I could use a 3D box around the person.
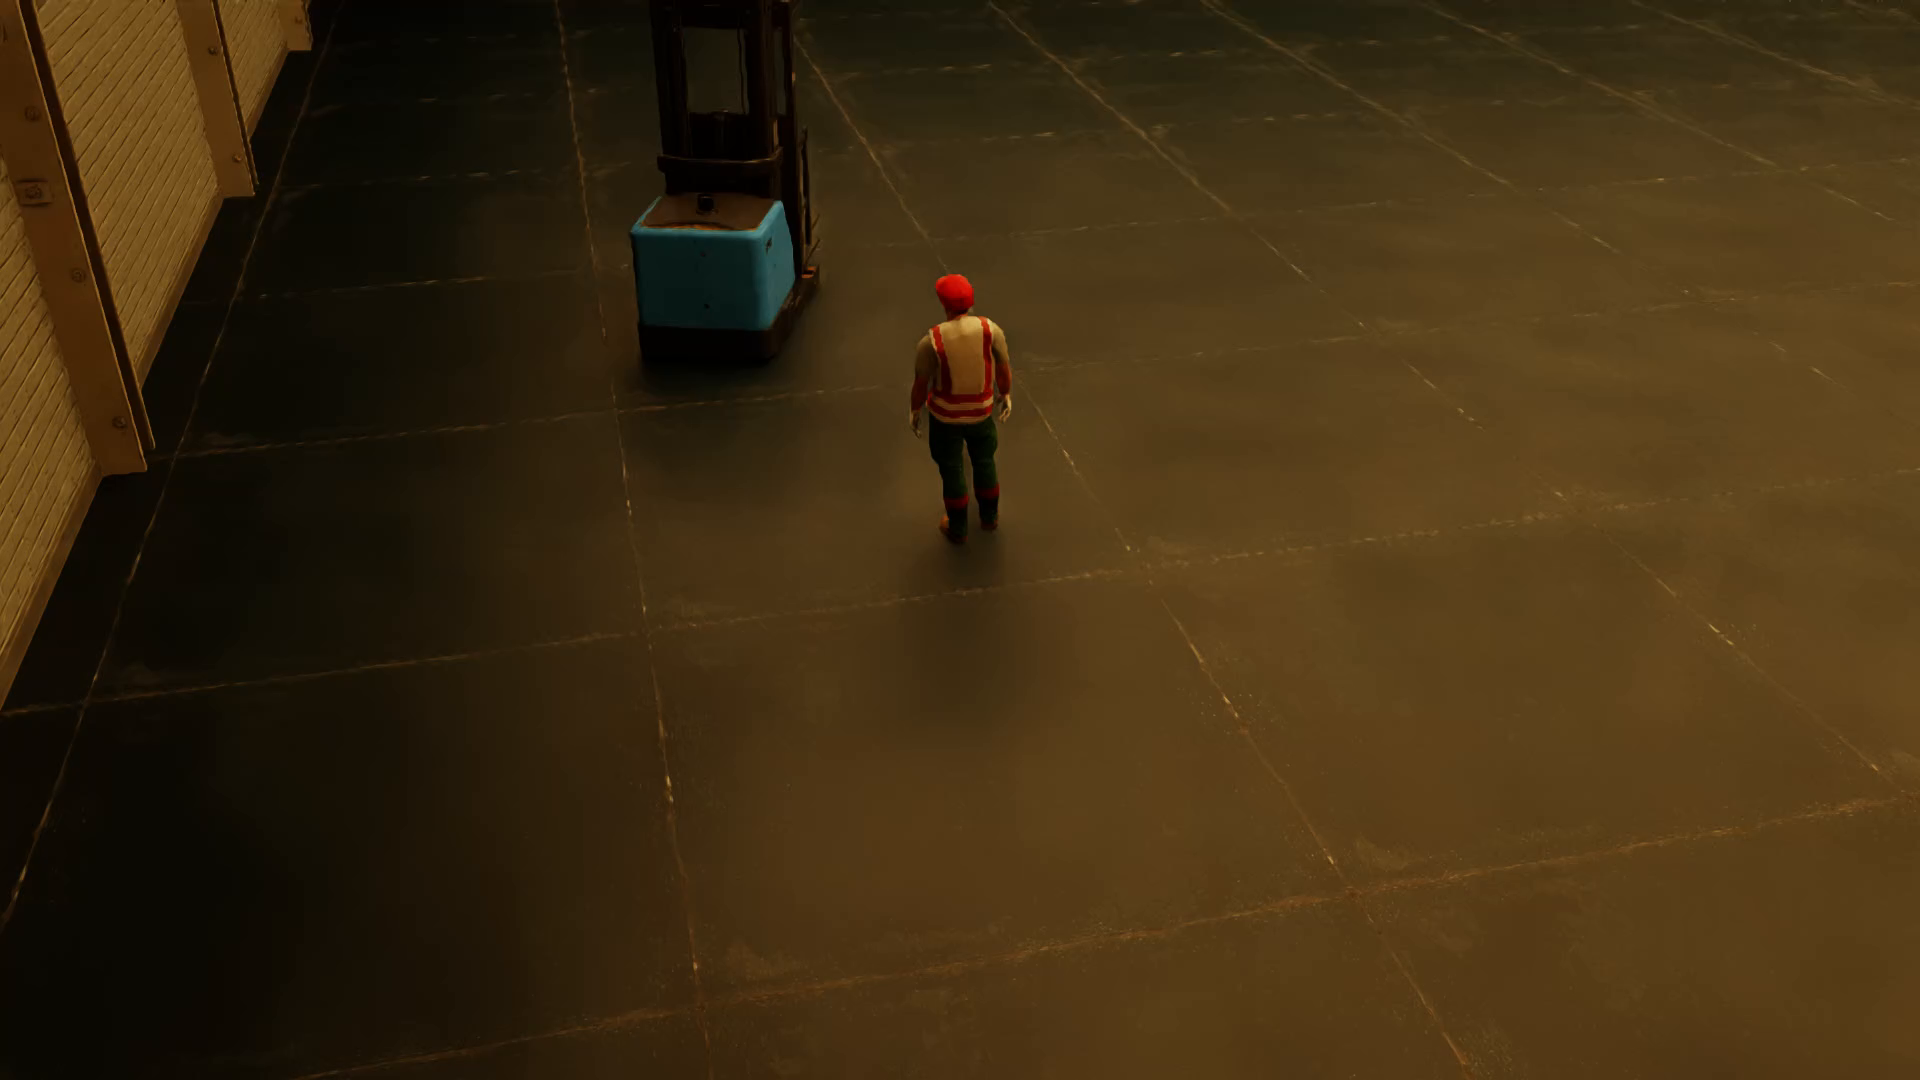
[{"bbox_3d":[-0.008,-0.821,10.118,0.637,1.787,0.563,-7,31,-12],"label":"person"}]

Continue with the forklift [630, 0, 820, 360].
[{"bbox_3d":[-1.801,-3.366,13.389,1.130,2.935,3.031,3,30,6],"label":"forklift"}]
